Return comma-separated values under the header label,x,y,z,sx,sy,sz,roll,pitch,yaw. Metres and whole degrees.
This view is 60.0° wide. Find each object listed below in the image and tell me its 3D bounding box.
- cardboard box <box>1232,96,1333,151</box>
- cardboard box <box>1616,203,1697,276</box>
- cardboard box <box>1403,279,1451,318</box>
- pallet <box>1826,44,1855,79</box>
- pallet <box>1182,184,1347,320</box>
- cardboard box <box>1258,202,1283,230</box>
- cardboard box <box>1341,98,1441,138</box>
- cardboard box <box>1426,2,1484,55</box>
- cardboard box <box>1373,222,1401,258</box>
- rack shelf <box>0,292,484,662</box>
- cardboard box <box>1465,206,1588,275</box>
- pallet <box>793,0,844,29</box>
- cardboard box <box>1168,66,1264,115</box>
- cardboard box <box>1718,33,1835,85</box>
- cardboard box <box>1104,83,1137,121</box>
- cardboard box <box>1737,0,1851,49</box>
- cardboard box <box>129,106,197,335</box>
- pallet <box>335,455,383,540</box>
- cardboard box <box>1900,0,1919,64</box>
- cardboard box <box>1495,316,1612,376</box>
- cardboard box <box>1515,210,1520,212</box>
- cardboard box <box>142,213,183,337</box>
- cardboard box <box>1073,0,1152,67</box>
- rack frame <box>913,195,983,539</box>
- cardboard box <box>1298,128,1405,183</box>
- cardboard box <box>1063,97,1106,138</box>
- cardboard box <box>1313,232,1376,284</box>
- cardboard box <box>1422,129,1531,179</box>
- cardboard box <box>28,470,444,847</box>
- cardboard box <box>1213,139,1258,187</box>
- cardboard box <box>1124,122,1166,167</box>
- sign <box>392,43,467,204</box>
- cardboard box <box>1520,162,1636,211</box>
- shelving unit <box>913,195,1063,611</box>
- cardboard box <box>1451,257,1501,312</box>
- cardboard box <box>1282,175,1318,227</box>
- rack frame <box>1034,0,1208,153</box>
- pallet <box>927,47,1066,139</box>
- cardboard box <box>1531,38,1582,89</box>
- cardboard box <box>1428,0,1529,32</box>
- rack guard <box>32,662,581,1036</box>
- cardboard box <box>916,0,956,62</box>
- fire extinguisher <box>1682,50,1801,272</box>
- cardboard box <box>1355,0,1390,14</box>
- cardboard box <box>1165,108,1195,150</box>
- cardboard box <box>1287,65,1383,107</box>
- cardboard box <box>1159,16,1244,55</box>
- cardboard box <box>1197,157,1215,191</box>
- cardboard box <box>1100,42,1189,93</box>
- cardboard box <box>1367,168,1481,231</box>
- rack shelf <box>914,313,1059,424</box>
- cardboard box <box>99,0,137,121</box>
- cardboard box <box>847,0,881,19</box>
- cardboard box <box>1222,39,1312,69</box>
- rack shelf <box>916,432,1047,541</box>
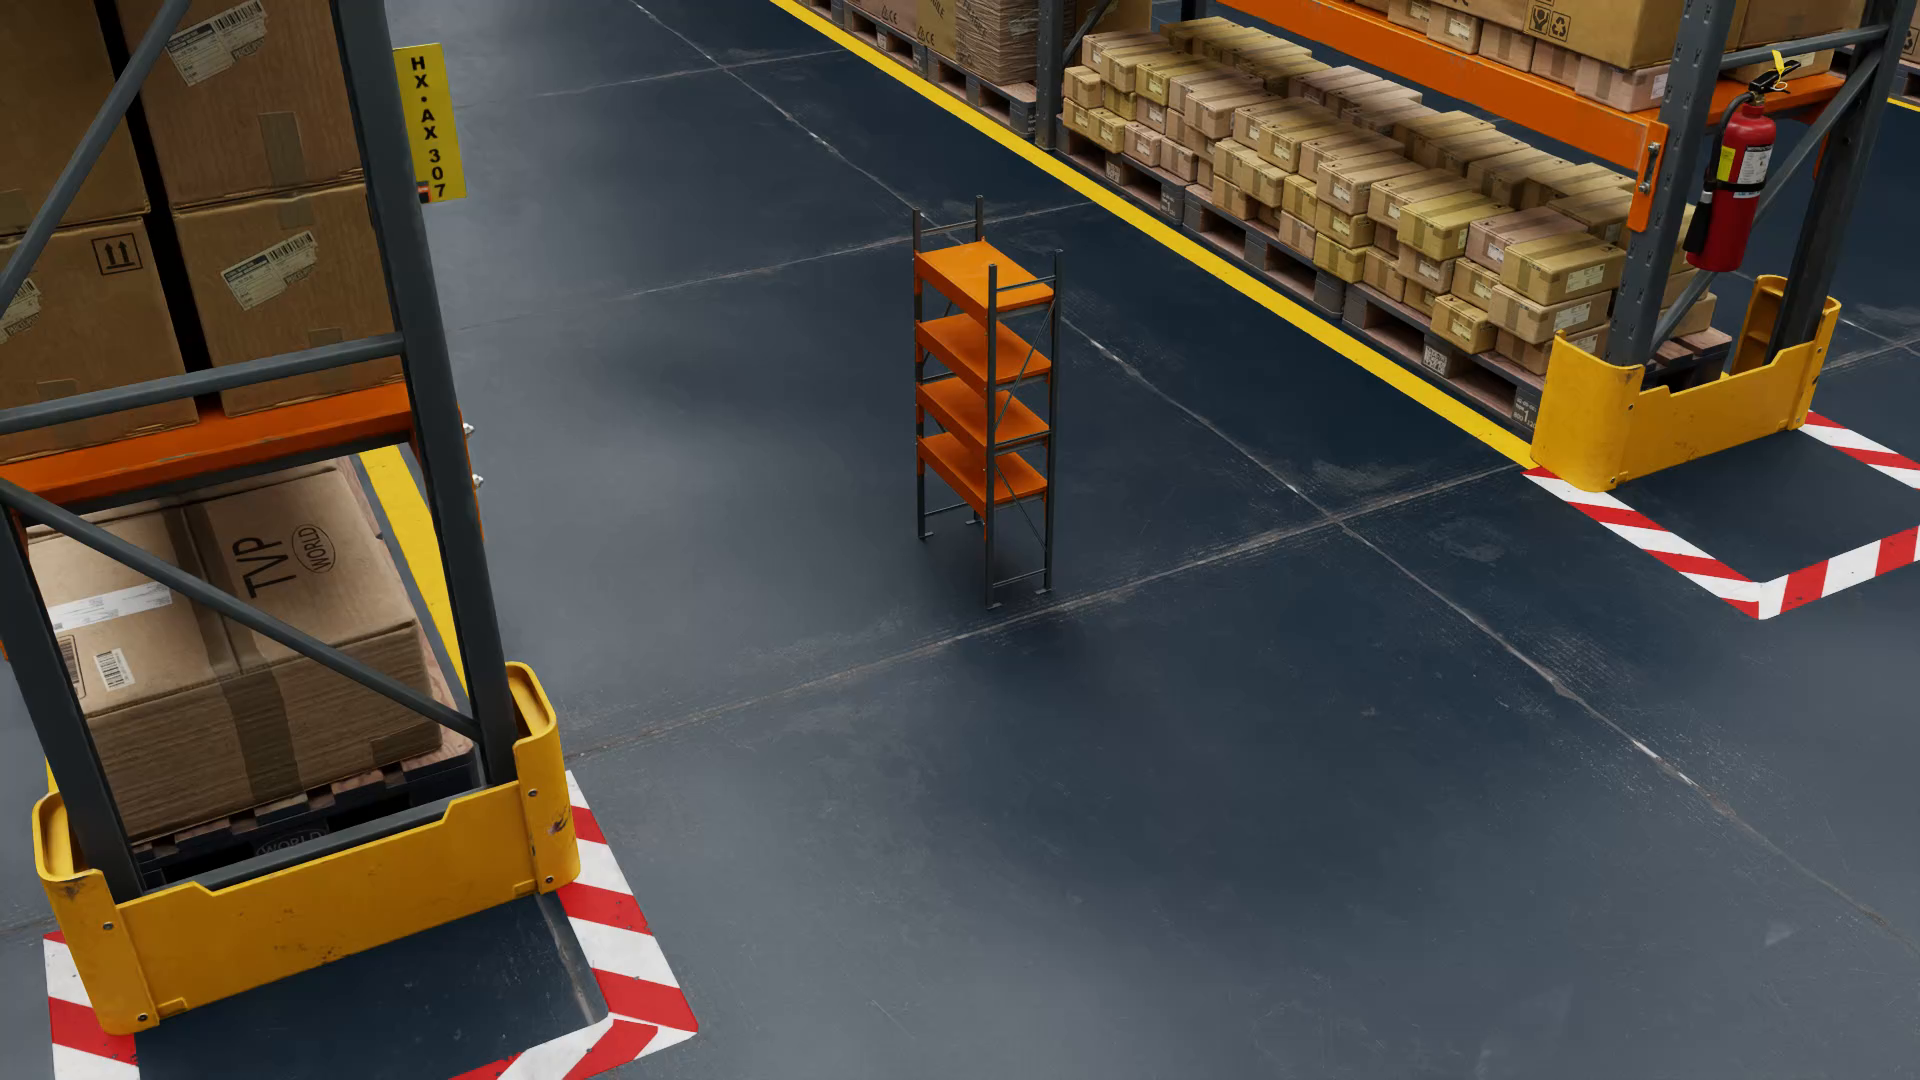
label,x,y,z,sx,sy,sz,roll,pitch,yaw
cardboard box,1.483,-1.908,7.650,0.380,0.149,0.250,-17,37,-25
cardboard box,2.802,-1.176,6.507,0.380,0.149,0.250,-18,37,-25
cardboard box,2.059,-1.034,6.837,0.380,0.149,0.250,-16,36,-23
pallet,5.601,-3.165,10.495,1.003,0.211,1.213,-16,36,-23
pallet,1.798,-1.454,7.824,1.003,0.211,1.213,-16,36,-23
cardboard box,1.597,-1.529,7.610,0.380,0.149,0.250,-15,36,-22
cardboard box,1.969,-1.895,7.629,0.380,0.149,0.250,-16,36,-23
cardboard box,1.991,-1.952,6.250,0.380,0.149,0.250,-15,36,-22
cardboard box,1.969,-1.297,6.972,0.380,0.149,0.250,-16,36,-24
rack shelf,-2.519,-0.972,5.154,1.077,0.370,4.000,-16,36,-23
cardboard box,2.208,-1.164,6.488,0.380,0.149,0.250,-15,36,-22
pallet,-0.622,-3.884,11.617,1.003,0.211,1.213,-16,36,-23
cardboard box,1.237,-2.160,8.042,0.380,0.149,0.250,-17,36,-24
cardboard box,2.884,-1.745,5.926,0.380,0.149,0.250,-16,36,-23
cardboard box,0.964,-2.273,8.495,0.380,0.149,0.250,-16,36,-23
cardboard box,2.780,-2.065,5.824,0.500,0.500,0.500,-14,35,-21
cardboard box,-1.817,-0.898,4.279,0.500,0.500,0.500,-16,36,-24
pallet,-2.593,-0.090,5.694,1.003,0.211,1.213,-16,36,-23
cardboard box,5.972,-3.240,9.606,0.875,0.875,0.875,-16,36,-23
cardboard box,2.315,-0.789,6.454,0.380,0.149,0.250,-15,36,-22
cardboard box,2.434,-1.419,7.162,0.380,0.149,0.250,-15,35,-22
cardboard box,-2.266,-0.770,4.078,0.500,0.500,0.500,-17,36,-24
cardboard box,0.770,-3.066,9.683,0.500,0.500,0.500,-14,35,-21
rack frame,-0.037,-0.543,5.485,0.240,1.200,0.015,-16,36,-23
cardboard box,1.711,-1.663,7.267,0.380,0.149,0.250,-17,36,-25
cardboard box,0.766,-2.245,8.726,0.380,0.149,0.250,-18,37,-25
cardboard box,1.758,-1.254,7.181,0.380,0.149,0.250,-18,37,-25
cardboard box,2.253,-1.662,7.266,0.380,0.149,0.250,-14,35,-21
cardboard box,-1.983,0.292,4.500,0.875,0.438,0.875,-17,36,-25
cardboard box,1.401,-1.762,7.698,0.380,0.149,0.250,-16,36,-23
cardboard box,1.052,-2.012,8.363,0.380,0.149,0.250,-16,36,-23
sign,-1.093,-0.855,3.428,0.100,0.325,0.005,-16,36,-23
cardboard box,2.563,-1.430,6.903,0.380,0.149,0.250,-16,36,-23
shelving unit,0.077,-0.426,5.303,0.258,1.200,0.503,-16,36,-23
cardboard box,2.173,-1.034,6.561,0.380,0.149,0.250,-17,36,-24
cardboard box,1.647,-1.514,7.310,0.380,0.149,0.250,-14,35,-21
rack frame,0.880,-3.523,8.468,1.000,3.000,0.127,-16,36,-23
pallet,0.516,-2.720,9.799,1.003,0.211,1.213,-16,36,-23
cardboard box,2.261,-1.721,5.888,0.380,0.149,0.250,-16,36,-23
cardboard box,2.073,-2.178,6.000,0.500,0.500,0.500,-16,36,-24
rack guard,-1.575,0.743,4.126,1.175,0.500,0.348,-16,36,-23
cardboard box,0.074,-3.182,9.864,0.500,0.500,0.500,-17,36,-24
fire extinguisher,2.454,-1.188,5.241,0.296,0.674,0.183,-16,36,-23
cardboard box,1.821,-2.229,6.682,0.380,0.149,0.250,-17,37,-25
cardboard box,1.232,-2.036,8.125,0.380,0.149,0.250,-18,37,-25
cardboard box,1.813,-2.167,8.054,0.380,0.149,0.250,-18,37,-25
cardboard box,1.277,-2.645,8.800,0.380,0.149,0.250,-15,36,-22
cardboard box,1.371,-1.784,8.007,0.380,0.149,0.250,-17,37,-25
cardboard box,0.934,-2.387,8.397,0.380,0.149,0.250,-14,35,-21
cardboard box,1.910,-1.395,6.849,0.380,0.149,0.250,-17,37,-25
rack shelf,0.077,-0.558,5.219,0.258,0.148,0.480,-16,36,-23
cardboard box,-1.806,-1.329,4.025,0.500,0.500,0.500,-17,36,-24
cardboard box,-0.400,-3.671,10.628,0.500,0.500,0.500,-17,36,-24
cardboard box,1.553,-2.416,8.443,0.380,0.149,0.250,-16,36,-24
rack shelf,0.077,-0.202,5.446,0.258,0.148,0.480,-16,36,-23
